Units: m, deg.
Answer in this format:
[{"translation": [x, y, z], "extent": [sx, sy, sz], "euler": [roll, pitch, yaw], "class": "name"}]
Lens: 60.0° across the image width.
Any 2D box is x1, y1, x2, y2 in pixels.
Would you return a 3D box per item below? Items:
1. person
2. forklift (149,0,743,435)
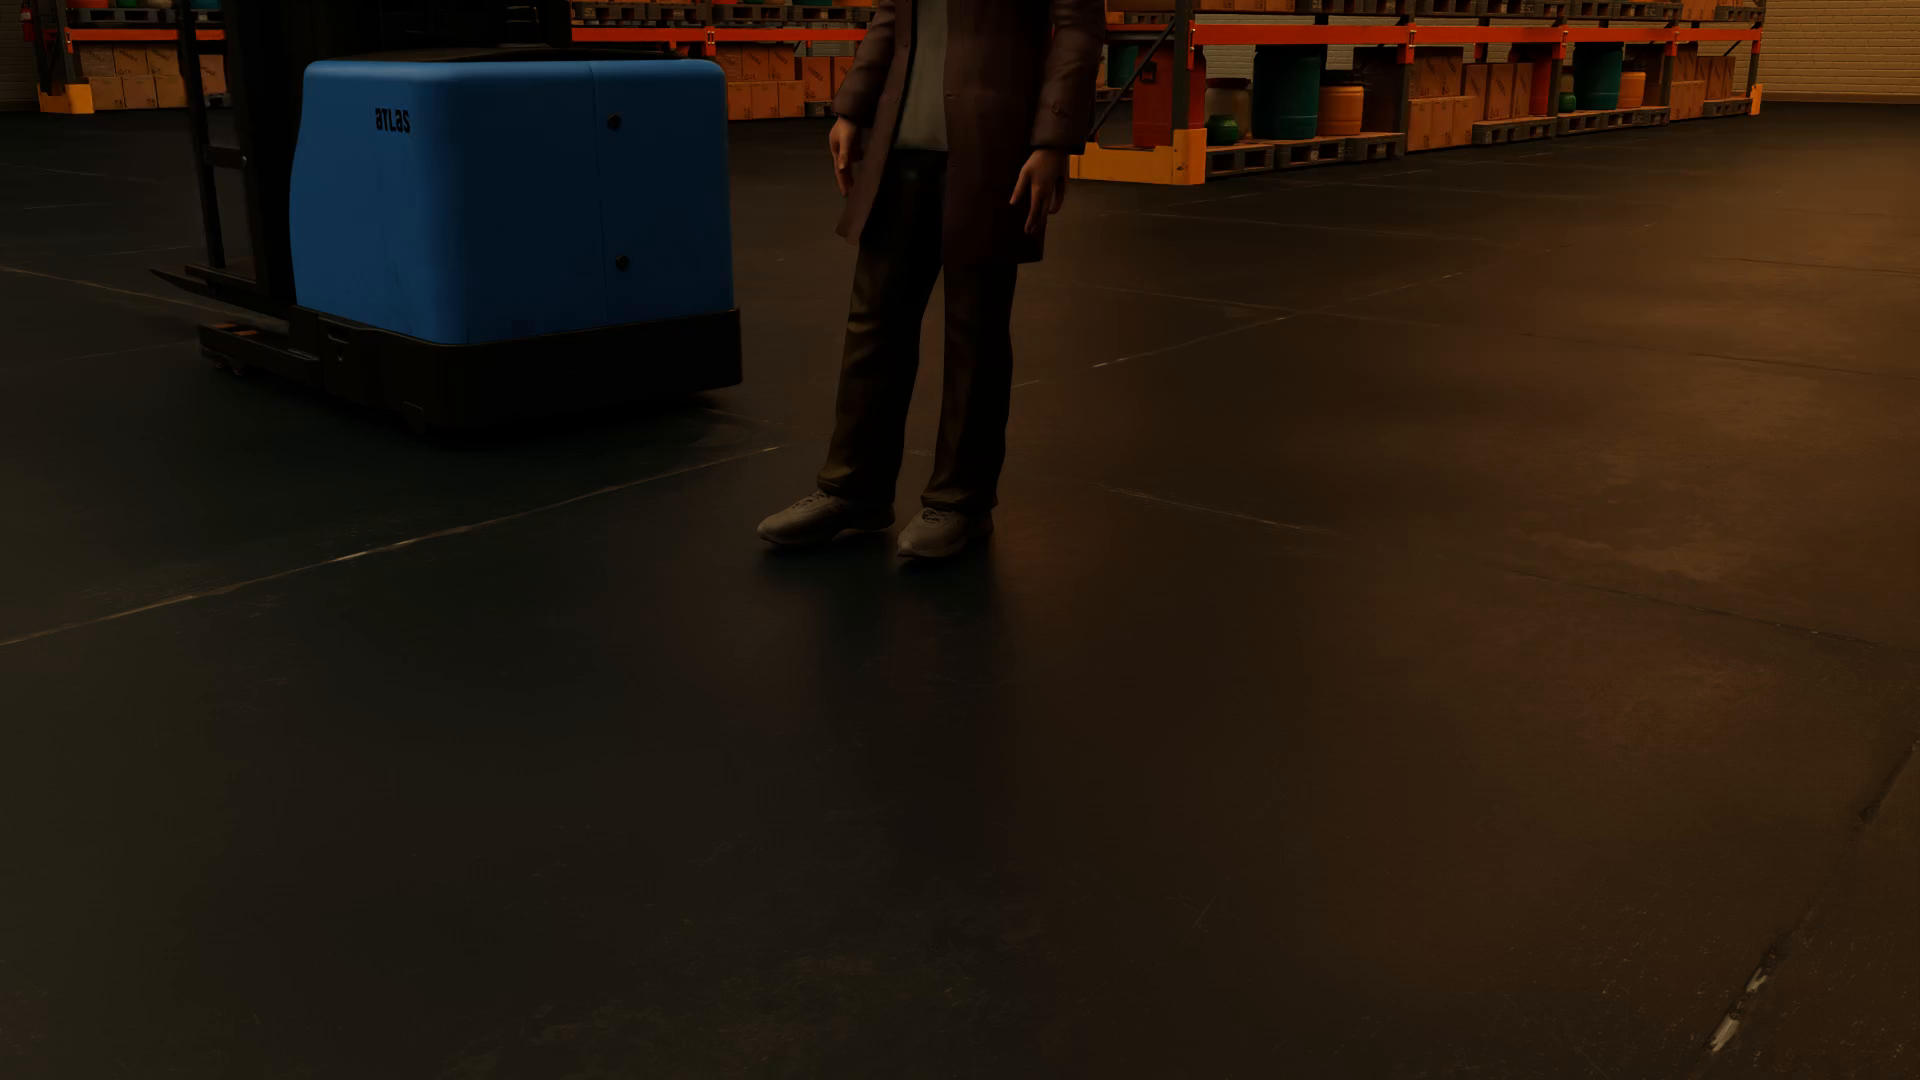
[{"translation": [-0.061, -0.838, 3.616], "extent": [0.698, 1.777, 0.579], "euler": [13, 21, 37], "class": "person"}, {"translation": [-2.078, -2.062, 5.688], "extent": [1.130, 2.935, 3.031], "euler": [-15, 23, -41], "class": "forklift"}]
